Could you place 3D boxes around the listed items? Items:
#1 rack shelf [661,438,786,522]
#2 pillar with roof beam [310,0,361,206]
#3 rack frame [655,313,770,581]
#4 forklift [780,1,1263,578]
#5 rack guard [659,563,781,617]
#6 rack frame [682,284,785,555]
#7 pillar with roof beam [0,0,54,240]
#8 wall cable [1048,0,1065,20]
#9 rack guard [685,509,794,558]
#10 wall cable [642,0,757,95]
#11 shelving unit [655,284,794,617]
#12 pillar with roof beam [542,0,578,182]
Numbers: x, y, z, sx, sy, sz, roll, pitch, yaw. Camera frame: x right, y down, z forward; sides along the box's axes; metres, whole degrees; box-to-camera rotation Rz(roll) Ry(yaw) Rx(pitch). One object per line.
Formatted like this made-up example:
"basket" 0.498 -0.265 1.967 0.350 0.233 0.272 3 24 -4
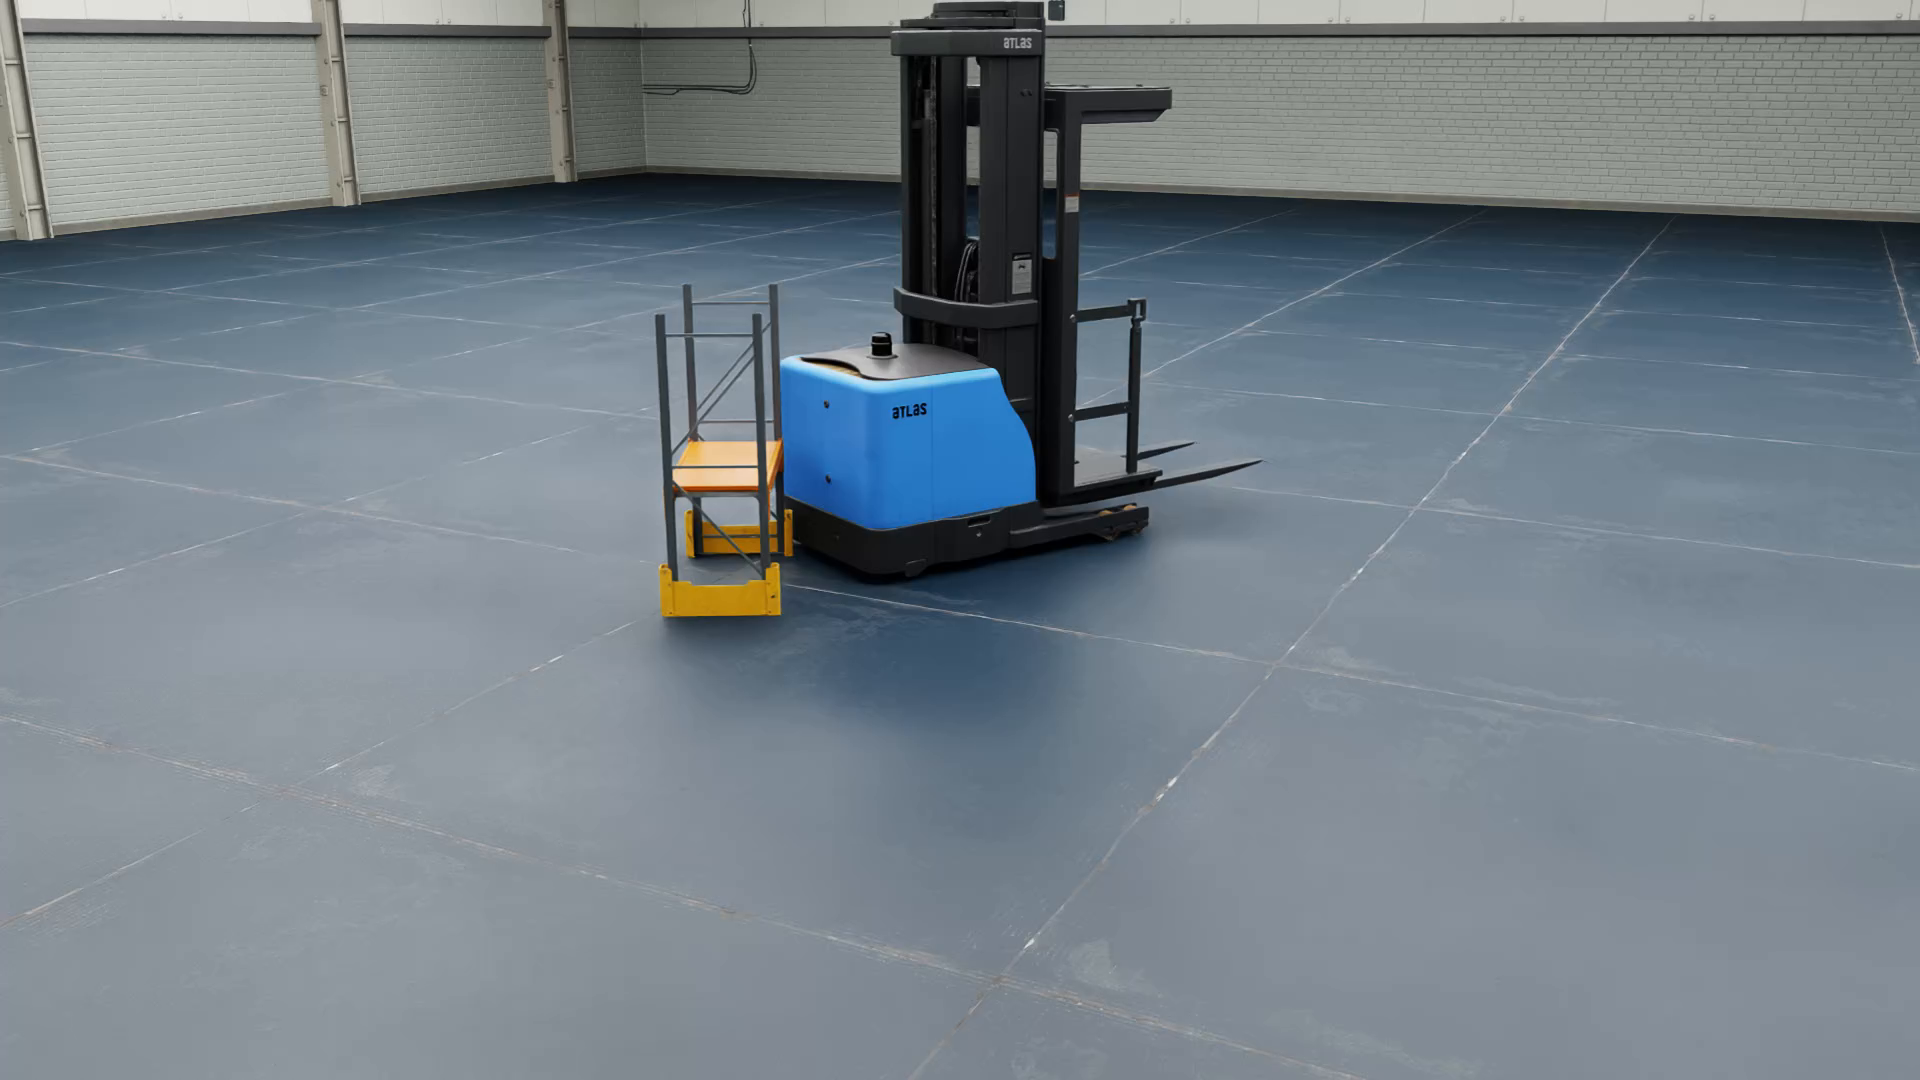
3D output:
"rack shelf" -1.205 -0.323 8.609 0.538 0.185 1.000 -1 17 -2
"pillar with roof beam" -7.065 -9.727 26.469 9.100 9.000 0.400 8 18 25
"rack frame" -1.189 -0.351 8.071 0.500 1.500 0.032 -1 17 -2
"forklift" 0.482 -1.518 9.487 3.031 2.935 1.130 -12 20 -34
"rack guard" -1.189 0.248 8.250 0.587 0.250 0.087 -1 17 -2
"rack frame" -1.222 -0.640 9.045 0.500 1.500 0.032 -1 17 -2
"pillar with roof beam" -9.746 -8.199 21.324 9.100 9.000 0.400 8 18 25
"wall cable" 2.750 -12.804 30.854 2.305 6.003 0.169 8 18 25
"rack guard" -1.221 -0.035 9.204 0.587 0.250 0.087 -1 17 -2
"wall cable" -5.736 -10.897 35.861 3.097 2.526 0.112 8 18 25
"shelving unit" -1.205 -0.493 8.549 0.587 1.500 1.083 -1 17 -2
"pillar with roof beam" -4.384 -11.255 31.615 9.100 9.000 0.400 8 18 25
